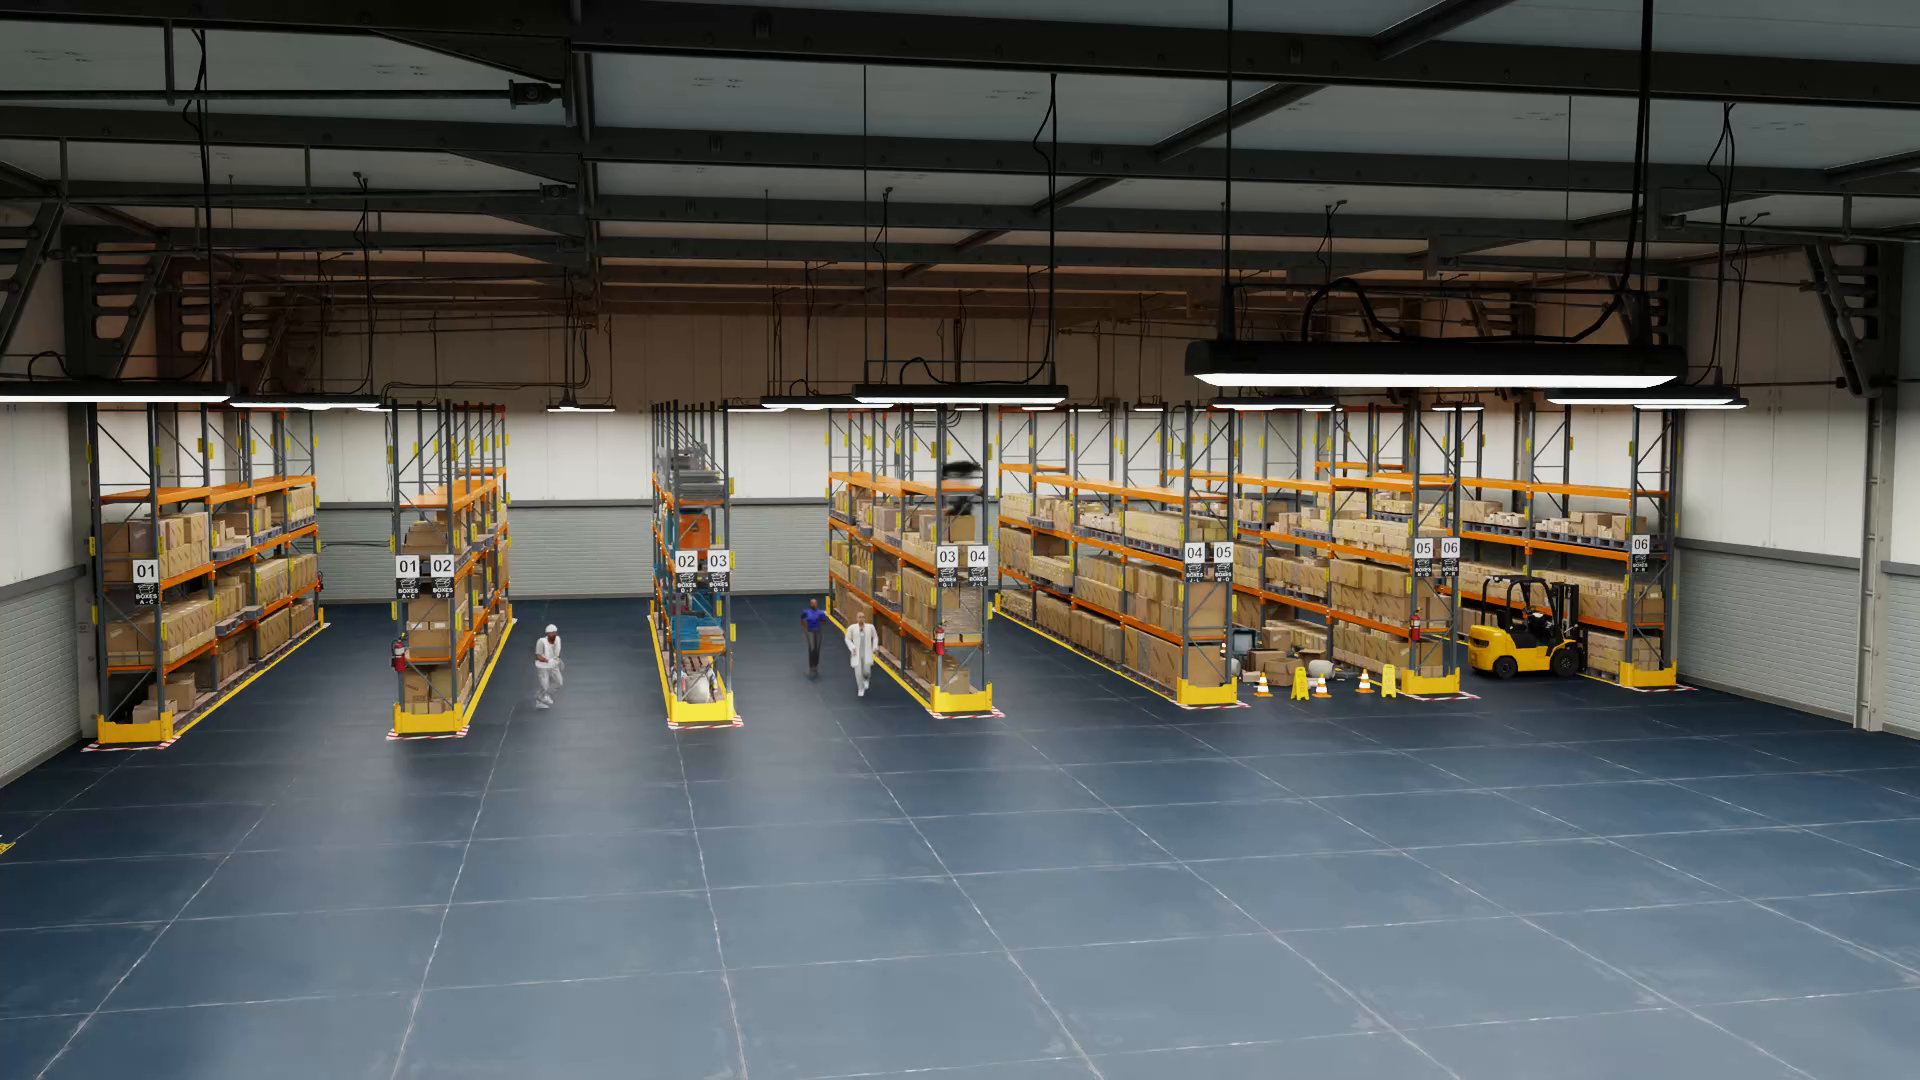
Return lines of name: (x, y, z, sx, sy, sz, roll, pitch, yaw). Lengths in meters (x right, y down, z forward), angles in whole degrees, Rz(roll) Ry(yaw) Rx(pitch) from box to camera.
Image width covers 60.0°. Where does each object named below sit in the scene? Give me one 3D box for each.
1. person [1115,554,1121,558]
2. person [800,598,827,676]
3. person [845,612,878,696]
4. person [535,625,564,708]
person: (4.625, 1.275, 47.269, 0.621, 1.753, 0.860, -4, 6, -40)
person: (-3.227, 2.110, 36.761, 0.575, 1.670, 0.746, -1, 4, -9)
person: (-2.001, 2.317, 33.835, 0.691, 1.723, 0.679, 0, 4, -6)
person: (-7.965, 2.462, 32.281, 0.771, 1.668, 0.695, 3, 5, 37)
